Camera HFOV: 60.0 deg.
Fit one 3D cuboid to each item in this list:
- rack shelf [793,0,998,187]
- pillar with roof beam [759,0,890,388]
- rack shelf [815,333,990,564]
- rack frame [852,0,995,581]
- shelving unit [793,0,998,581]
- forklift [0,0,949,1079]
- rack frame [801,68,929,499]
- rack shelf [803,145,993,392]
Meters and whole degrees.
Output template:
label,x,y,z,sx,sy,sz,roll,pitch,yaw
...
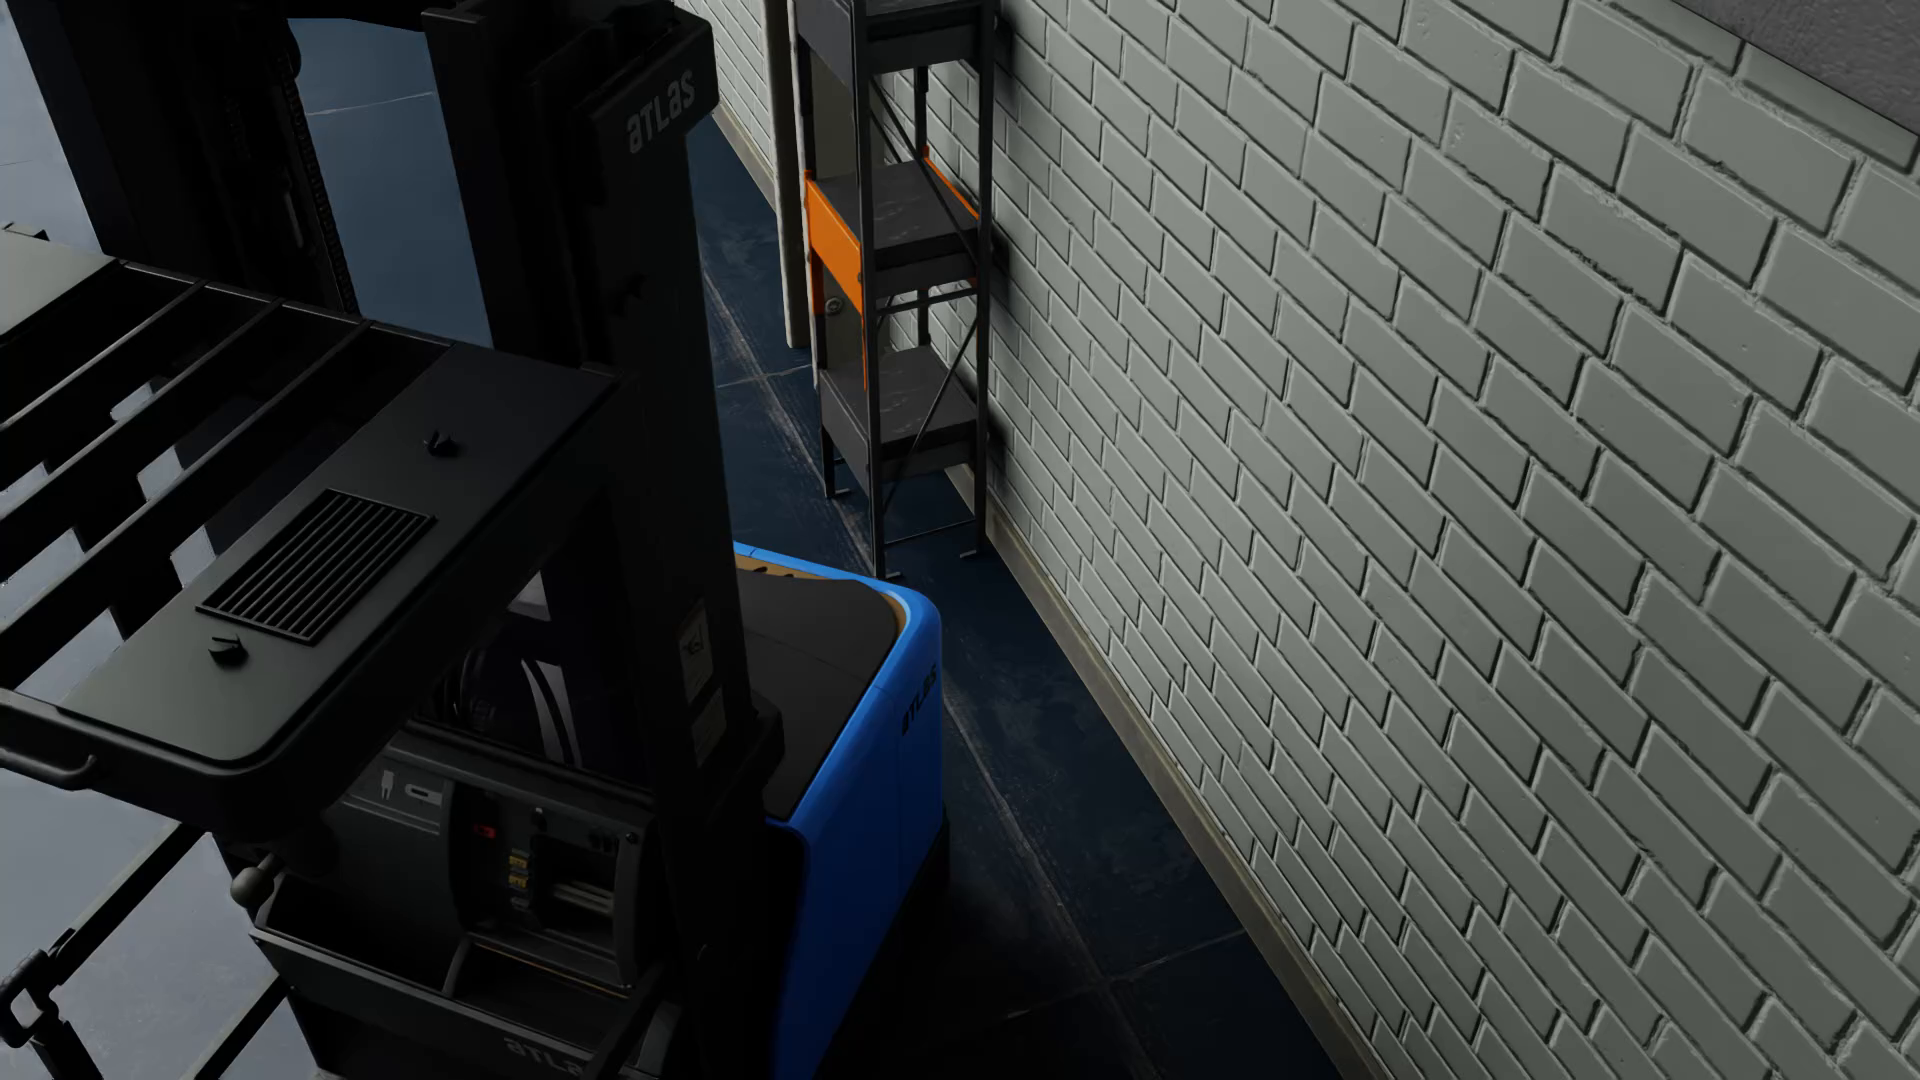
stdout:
label,x,y,z,sx,sy,sz,roll,pitch,yaw
rack shelf,-0.191,-1.374,4.683,0.431,0.518,0.480,-16,43,-18
pillar with roof beam,-4.456,-3.056,2.402,9.100,9.000,0.400,-15,43,-17
rack shelf,-0.196,-0.311,5.595,0.431,0.518,0.480,-16,43,-18
rack frame,-0.096,-0.707,4.960,0.400,2.100,0.015,-16,43,-18
shelving unit,-0.193,-0.853,5.130,0.431,2.100,0.503,-16,43,-18
forklift,-1.040,0.614,2.788,1.130,2.935,3.031,14,43,16
rack frame,-0.291,-0.999,5.300,0.400,2.100,0.015,-16,43,-18
rack shelf,-0.194,-0.843,5.139,0.431,0.518,0.480,-16,43,-18
